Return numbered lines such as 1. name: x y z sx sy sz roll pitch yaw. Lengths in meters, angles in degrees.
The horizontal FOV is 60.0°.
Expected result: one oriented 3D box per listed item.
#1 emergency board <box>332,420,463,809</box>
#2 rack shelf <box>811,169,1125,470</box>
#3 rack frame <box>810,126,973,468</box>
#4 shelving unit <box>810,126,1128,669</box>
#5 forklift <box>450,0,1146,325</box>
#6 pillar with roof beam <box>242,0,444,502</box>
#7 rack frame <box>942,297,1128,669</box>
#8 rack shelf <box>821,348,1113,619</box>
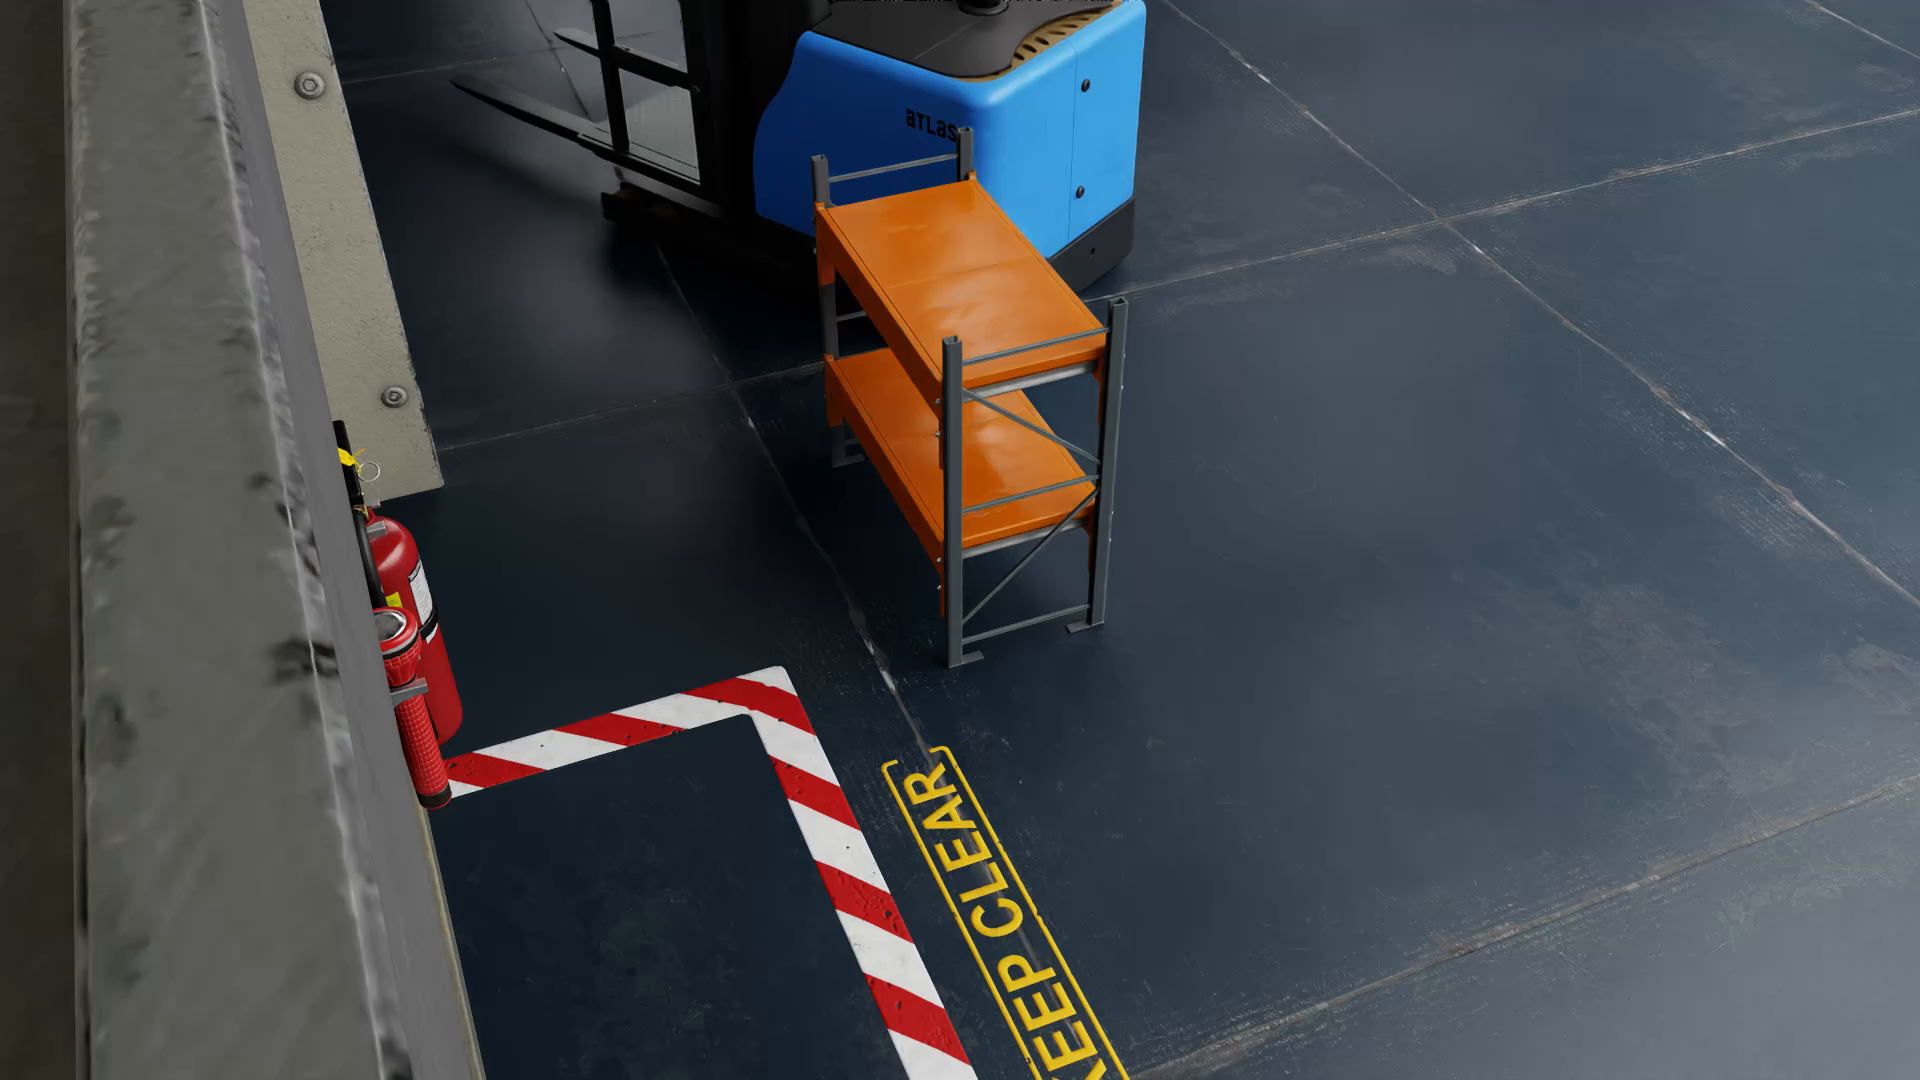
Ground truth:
1. emergency board: -1.000 0.102 2.831 0.194 1.169 0.643 -15 43 -17
2. rack shelf: -0.003 -0.652 4.697 0.538 0.278 1.000 -15 43 -17
3. rack frame: -0.197 -0.737 5.244 0.500 1.125 0.032 -15 43 -17
4. shelving unit: -0.003 -0.431 4.888 0.538 1.125 1.048 -15 43 -17
5. forklift: -0.813 -2.531 5.945 3.031 2.935 1.130 26 47 27
6. pillar with roof beam: 2.067 -4.745 3.866 9.100 9.000 0.400 -15 43 -17
7. rack frame: 0.192 -0.124 4.532 0.500 1.125 0.032 -15 43 -17
8. rack shelf: -0.003 -0.245 5.047 0.538 0.278 1.000 -15 43 -17
